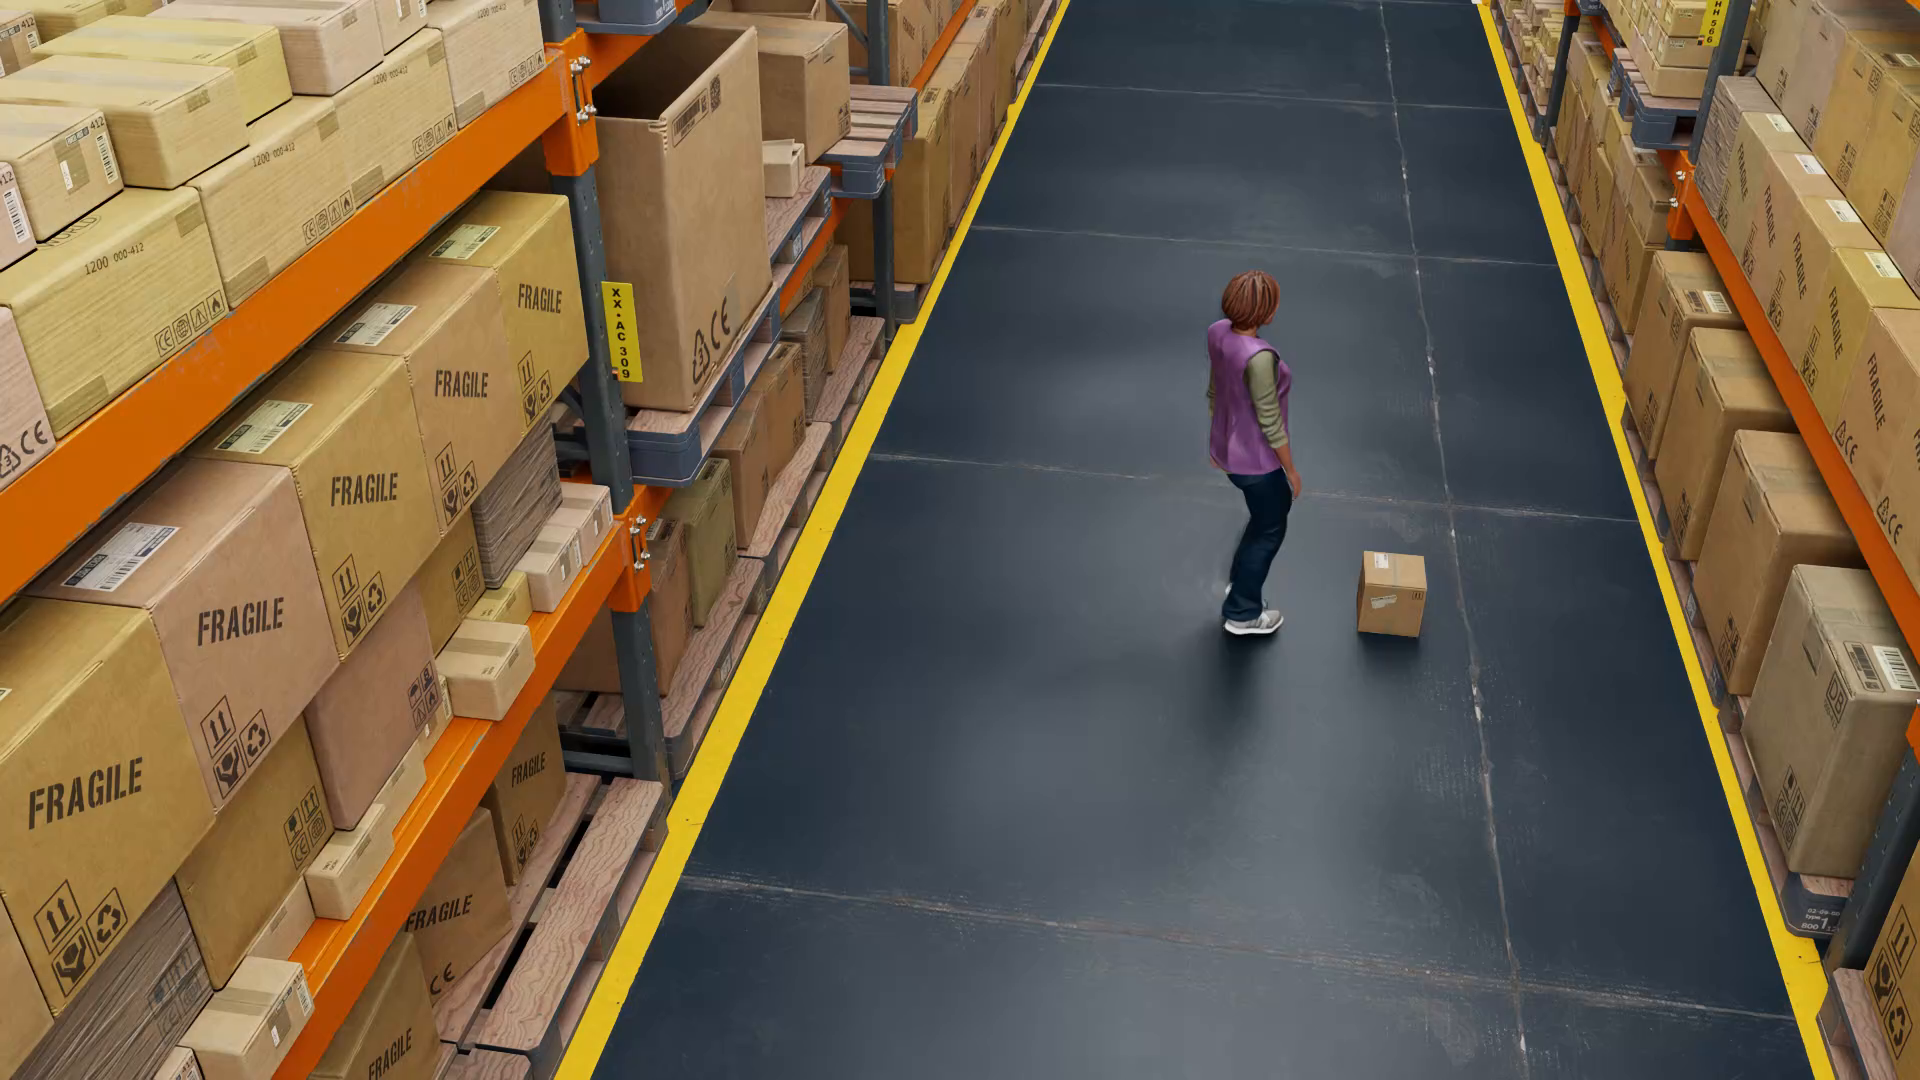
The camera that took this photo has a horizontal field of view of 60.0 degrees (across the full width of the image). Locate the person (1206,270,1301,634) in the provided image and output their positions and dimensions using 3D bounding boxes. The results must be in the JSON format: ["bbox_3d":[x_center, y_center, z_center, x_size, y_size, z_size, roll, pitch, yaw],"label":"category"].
[{"bbox_3d":[1.197,-0.317,6.643,0.431,1.634,0.453,-9,34,-13],"label":"person"}]
